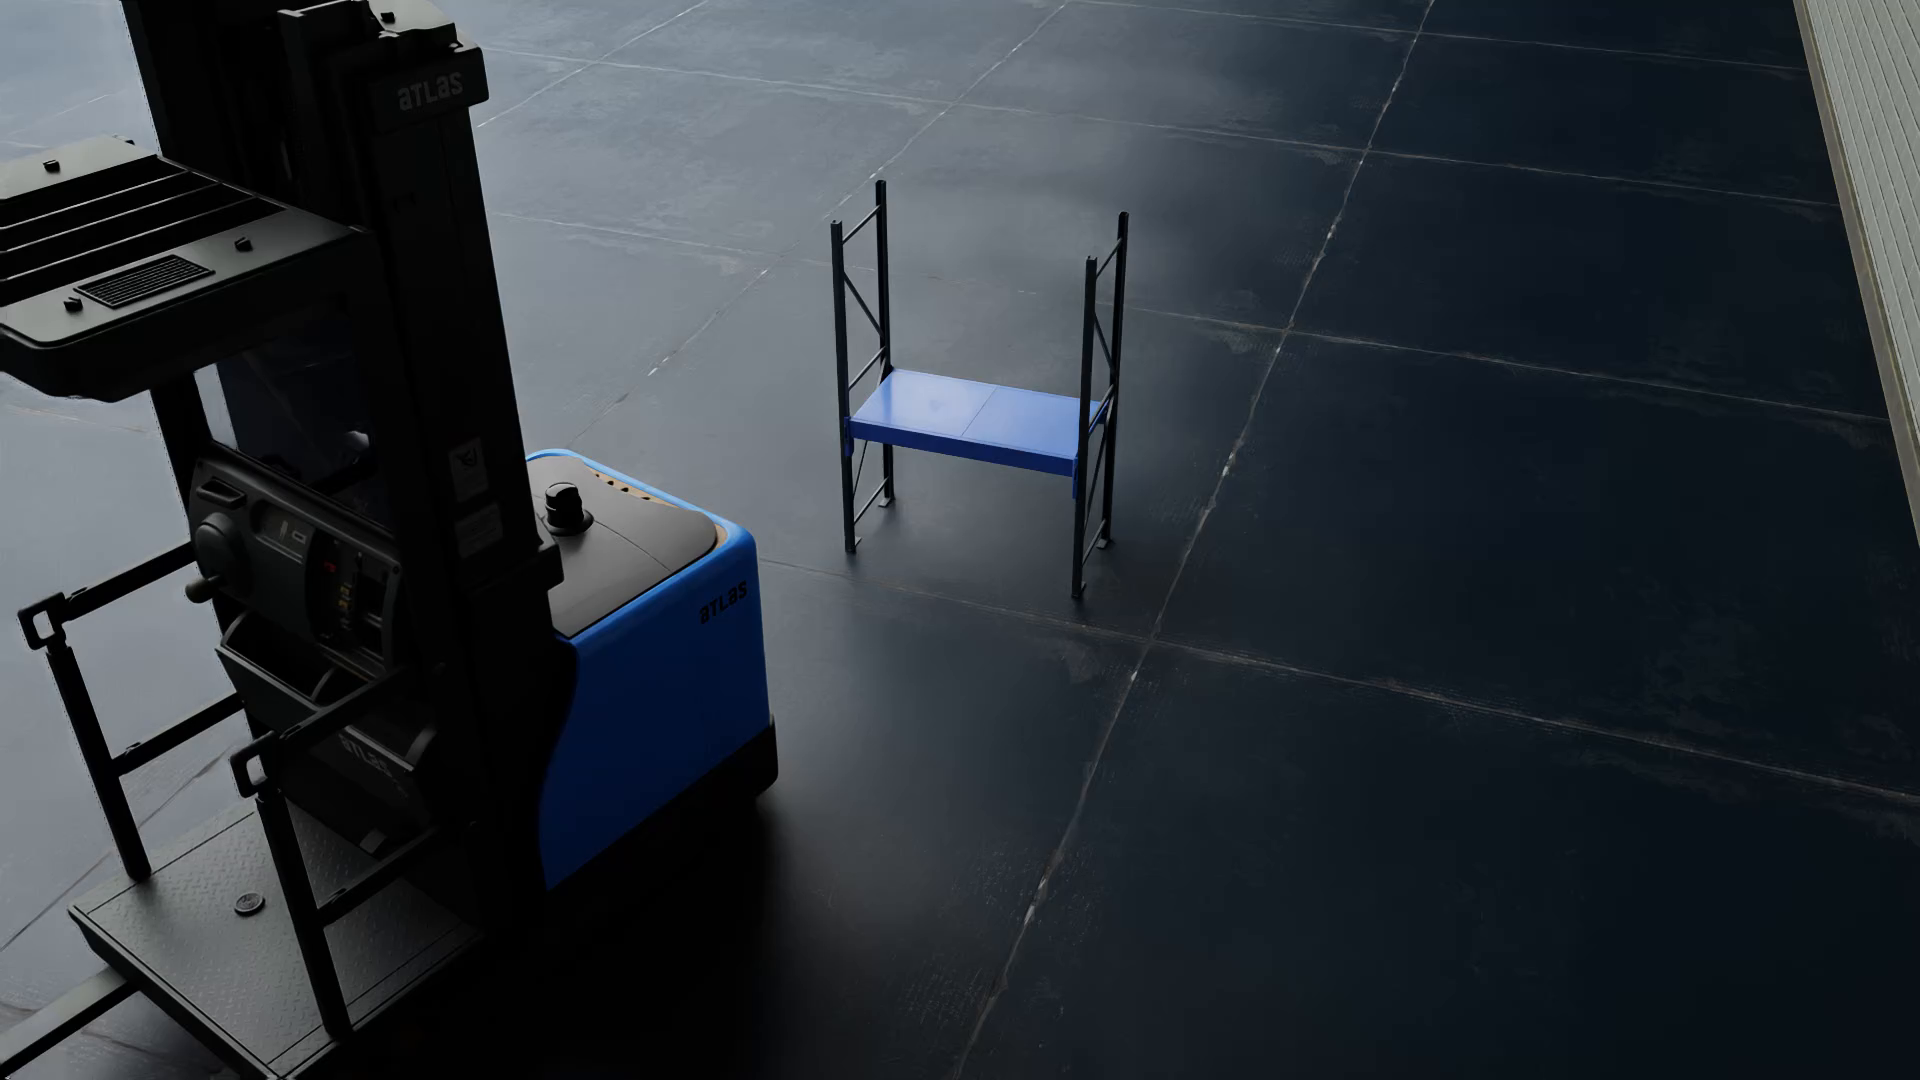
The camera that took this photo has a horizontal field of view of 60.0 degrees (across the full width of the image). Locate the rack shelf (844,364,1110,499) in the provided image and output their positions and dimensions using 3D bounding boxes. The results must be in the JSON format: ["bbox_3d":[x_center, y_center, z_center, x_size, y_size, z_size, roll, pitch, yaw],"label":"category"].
[{"bbox_3d":[0.080,-0.463,6.917,1.000,0.185,0.538,11,34,16],"label":"rack shelf"}]

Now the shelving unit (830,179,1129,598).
[{"bbox_3d":[0.080,-0.614,6.819,1.048,1.500,0.538,11,34,16],"label":"shelving unit"}]

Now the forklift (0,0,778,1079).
[{"bbox_3d":[-1.928,0.124,4.357,1.130,2.935,3.031,22,39,30],"label":"forklift"}]

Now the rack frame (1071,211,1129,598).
[{"bbox_3d":[0.559,-0.521,6.675,0.032,1.500,0.500,11,34,16],"label":"rack frame"}]

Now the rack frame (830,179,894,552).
[{"bbox_3d":[-0.398,-0.708,6.963,0.032,1.500,0.500,11,34,16],"label":"rack frame"}]
